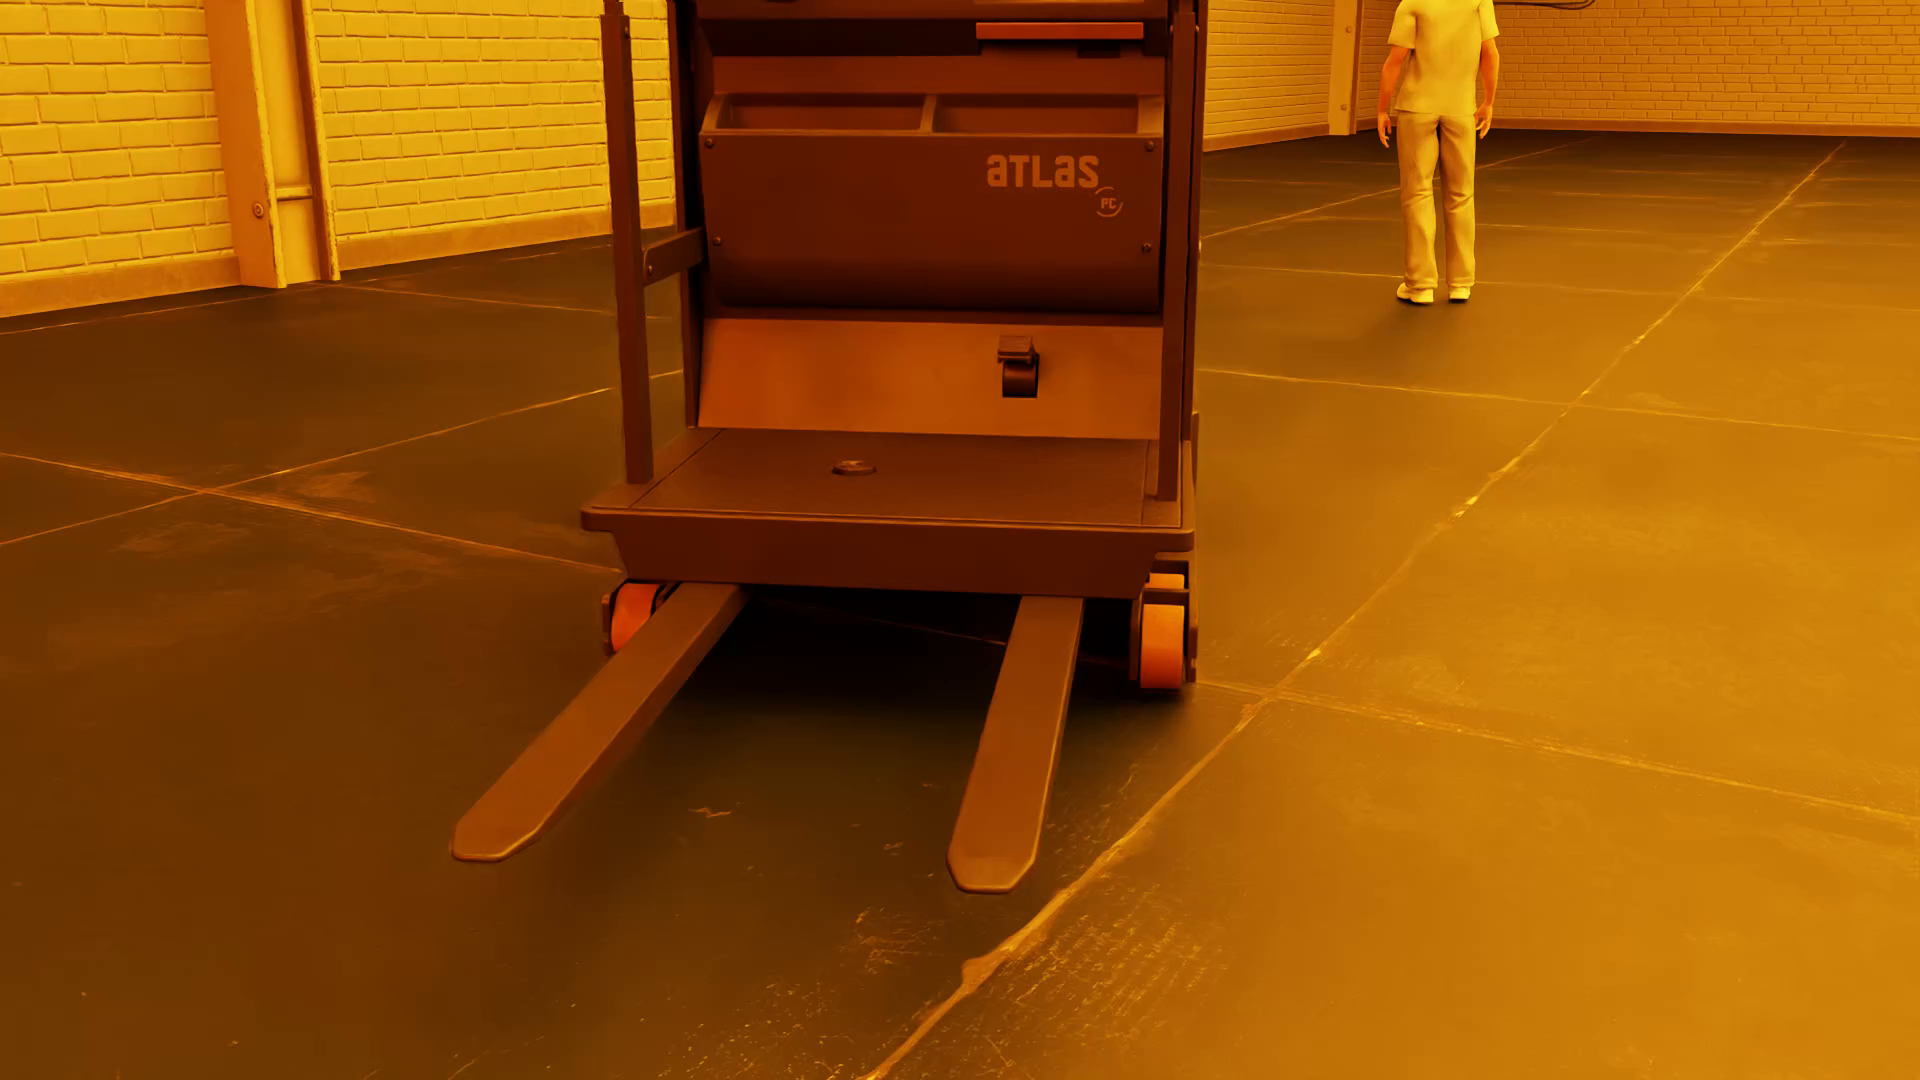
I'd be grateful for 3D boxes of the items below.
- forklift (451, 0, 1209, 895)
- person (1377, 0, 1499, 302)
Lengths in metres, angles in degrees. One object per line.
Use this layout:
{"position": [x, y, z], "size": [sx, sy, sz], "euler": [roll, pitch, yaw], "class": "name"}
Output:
{"position": [-0.081, -1.229, 3.024], "size": [1.130, 2.935, 3.031], "euler": [2, 17, 7], "class": "forklift"}
{"position": [2.175, -1.930, 7.622], "size": [0.550, 1.662, 0.548], "euler": [1, 16, 3], "class": "person"}
